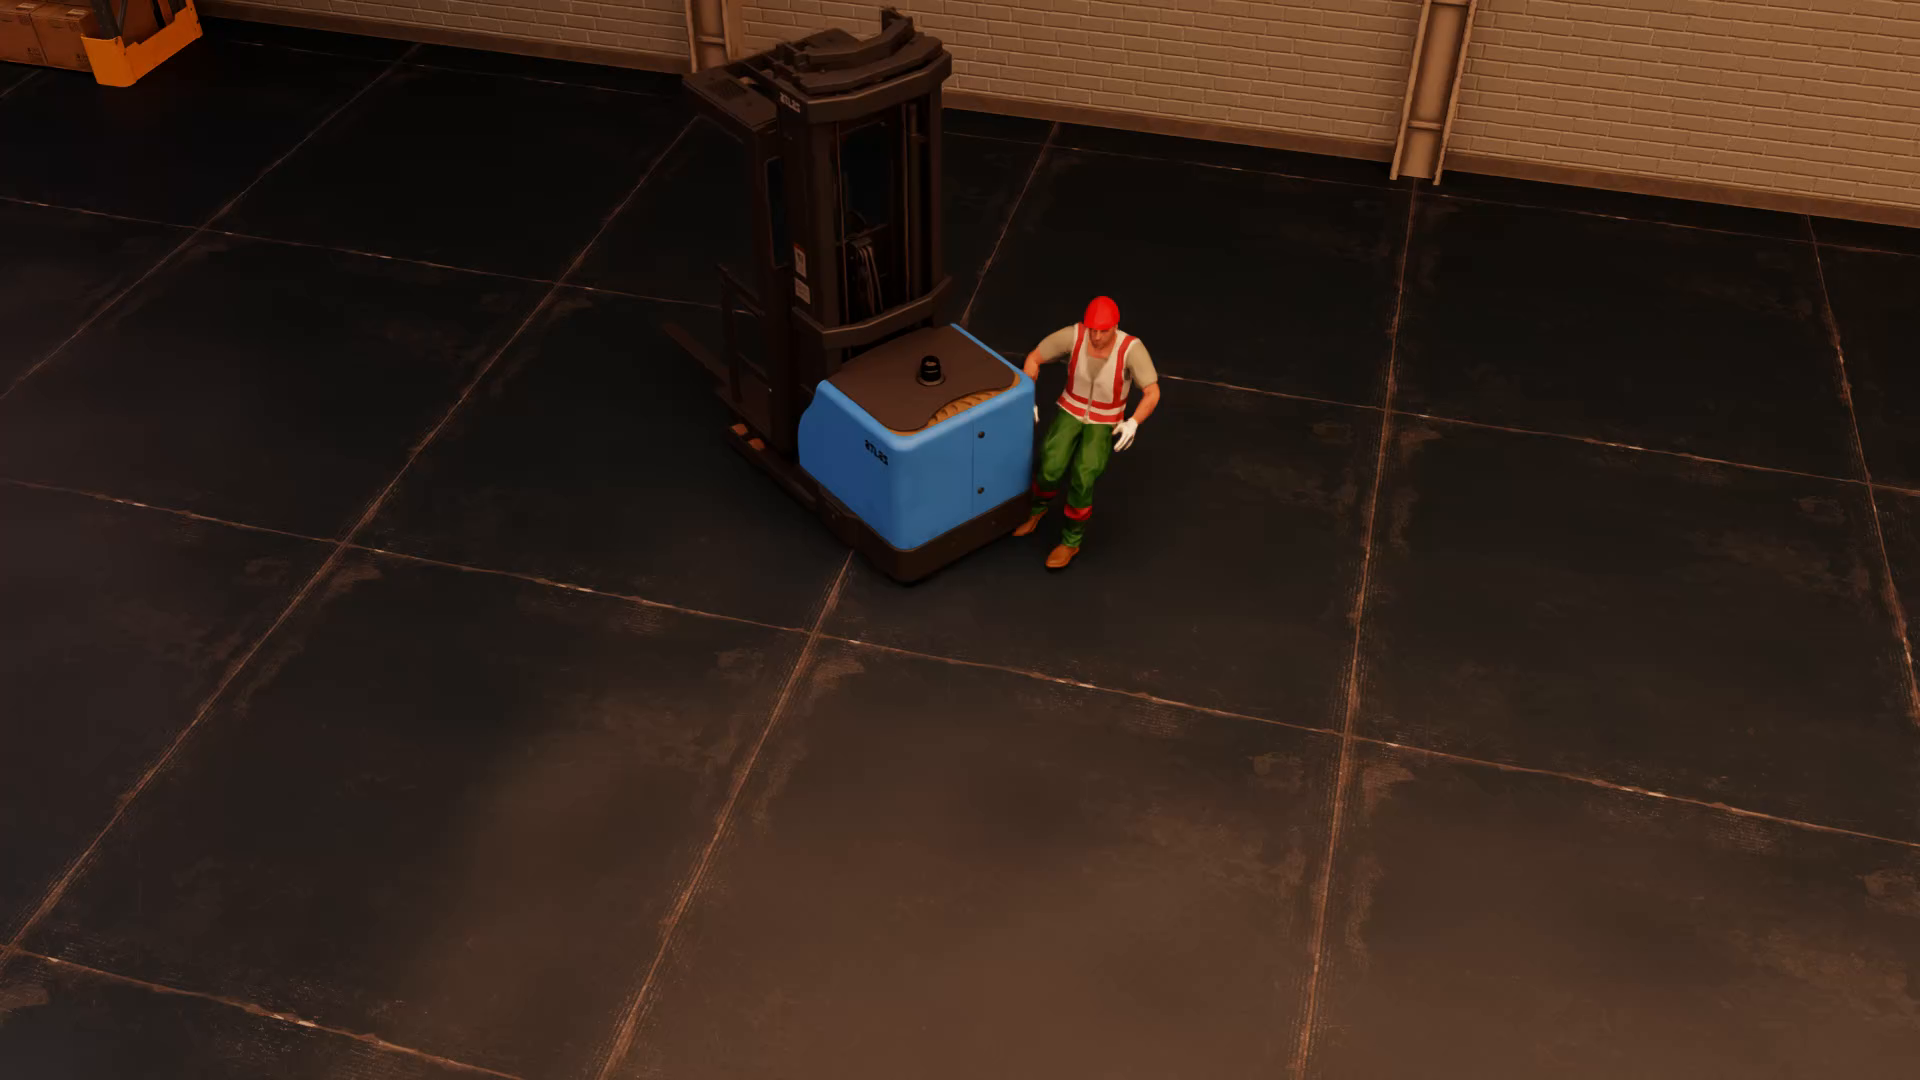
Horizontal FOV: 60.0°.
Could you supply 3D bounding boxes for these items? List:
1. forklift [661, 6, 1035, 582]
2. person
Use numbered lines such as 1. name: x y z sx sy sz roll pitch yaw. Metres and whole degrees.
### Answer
1. forklift: -0.858 -1.771 9.881 1.130 2.935 3.031 -27 48 -28
2. person: 0.718 -0.635 9.668 0.817 1.547 0.882 9 42 10
